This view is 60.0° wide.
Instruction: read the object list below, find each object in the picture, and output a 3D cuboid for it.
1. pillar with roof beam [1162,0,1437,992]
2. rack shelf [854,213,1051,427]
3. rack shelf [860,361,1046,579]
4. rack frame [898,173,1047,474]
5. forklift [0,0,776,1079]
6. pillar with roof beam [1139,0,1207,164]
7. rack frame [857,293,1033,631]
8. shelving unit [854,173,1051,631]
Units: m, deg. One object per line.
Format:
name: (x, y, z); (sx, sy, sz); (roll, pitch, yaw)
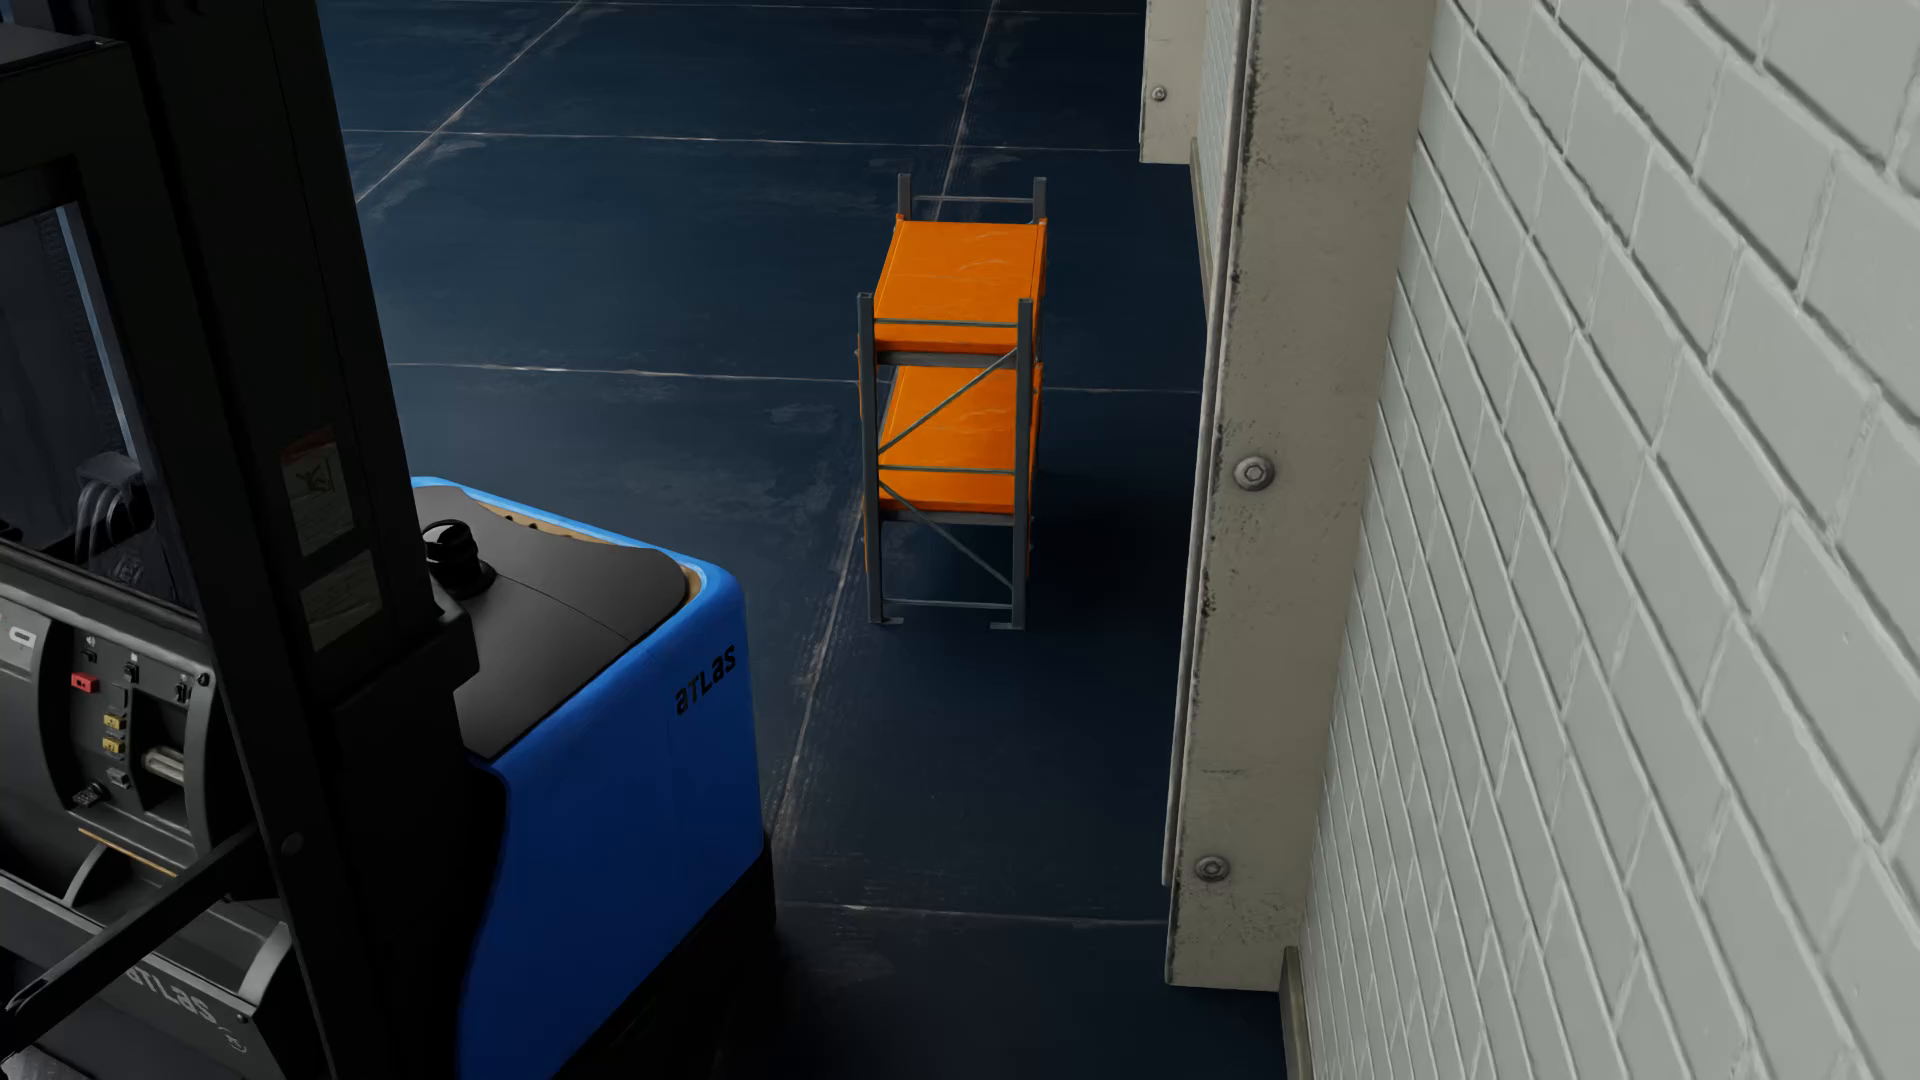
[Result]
pillar with roof beam: (-3.626, -3.040, 2.106); (9.100, 9.000, 0.400); (2, 32, 4)
rack shelf: (-0.001, -0.725, 5.296); (0.538, 0.278, 1.000); (2, 32, 4)
rack shelf: (-0.001, -0.267, 5.577); (0.538, 0.278, 1.000); (2, 32, 4)
rack frame: (0.041, -0.741, 5.880); (0.500, 1.125, 0.032); (2, 32, 4)
forklift: (-1.600, 0.292, 2.482); (1.130, 2.935, 3.031); (16, 35, 24)
pillar with roof beam: (-3.137, -6.177, 7.197); (9.100, 9.000, 0.400); (2, 32, 4)
rack frame: (-0.042, -0.210, 5.018); (0.500, 1.125, 0.032); (2, 32, 4)
shelving unit: (-0.001, -0.475, 5.449); (0.538, 1.125, 1.048); (2, 32, 4)
